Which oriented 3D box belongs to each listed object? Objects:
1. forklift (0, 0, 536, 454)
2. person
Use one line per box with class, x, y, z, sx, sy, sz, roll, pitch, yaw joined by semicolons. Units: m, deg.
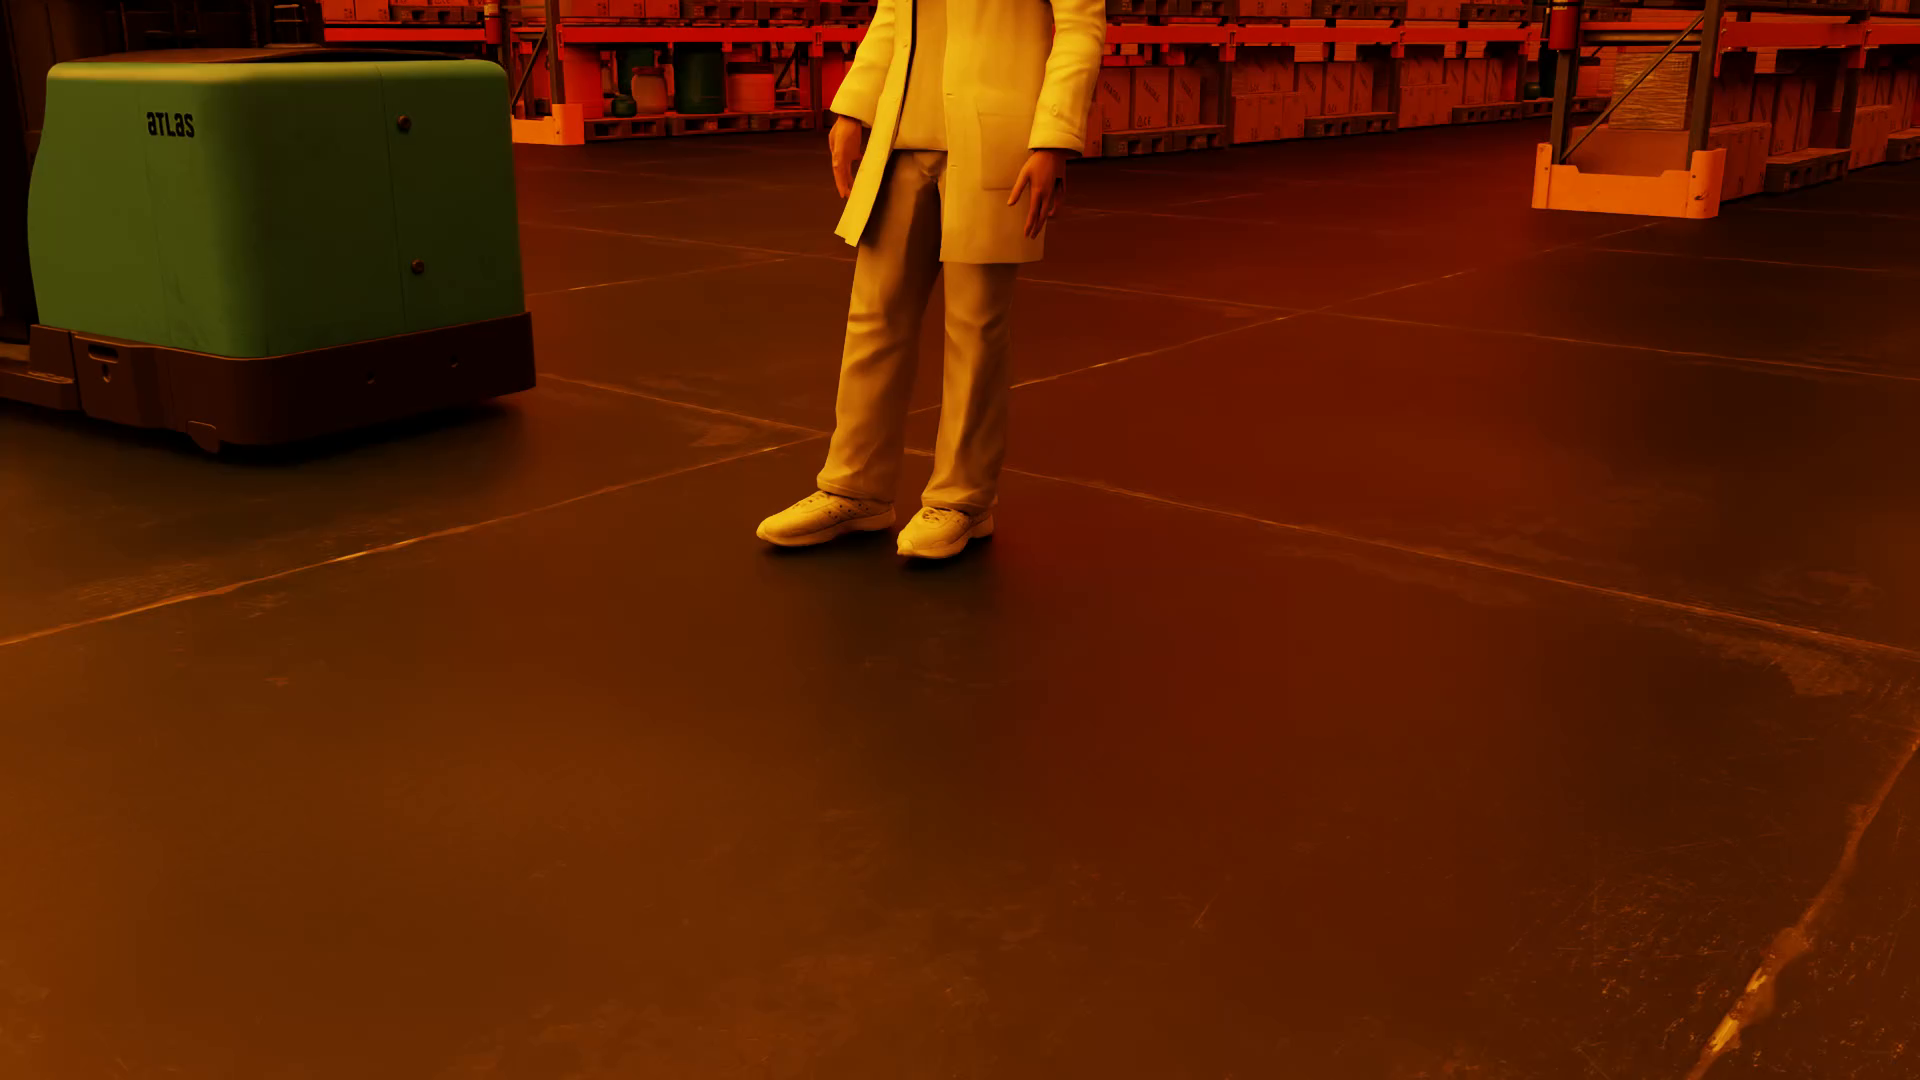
forklift;-2.863;-1.950;5.319;3.031;2.935;1.130;11;20;32
person;-0.061;-0.838;3.618;0.696;1.775;0.581;13;21;37
